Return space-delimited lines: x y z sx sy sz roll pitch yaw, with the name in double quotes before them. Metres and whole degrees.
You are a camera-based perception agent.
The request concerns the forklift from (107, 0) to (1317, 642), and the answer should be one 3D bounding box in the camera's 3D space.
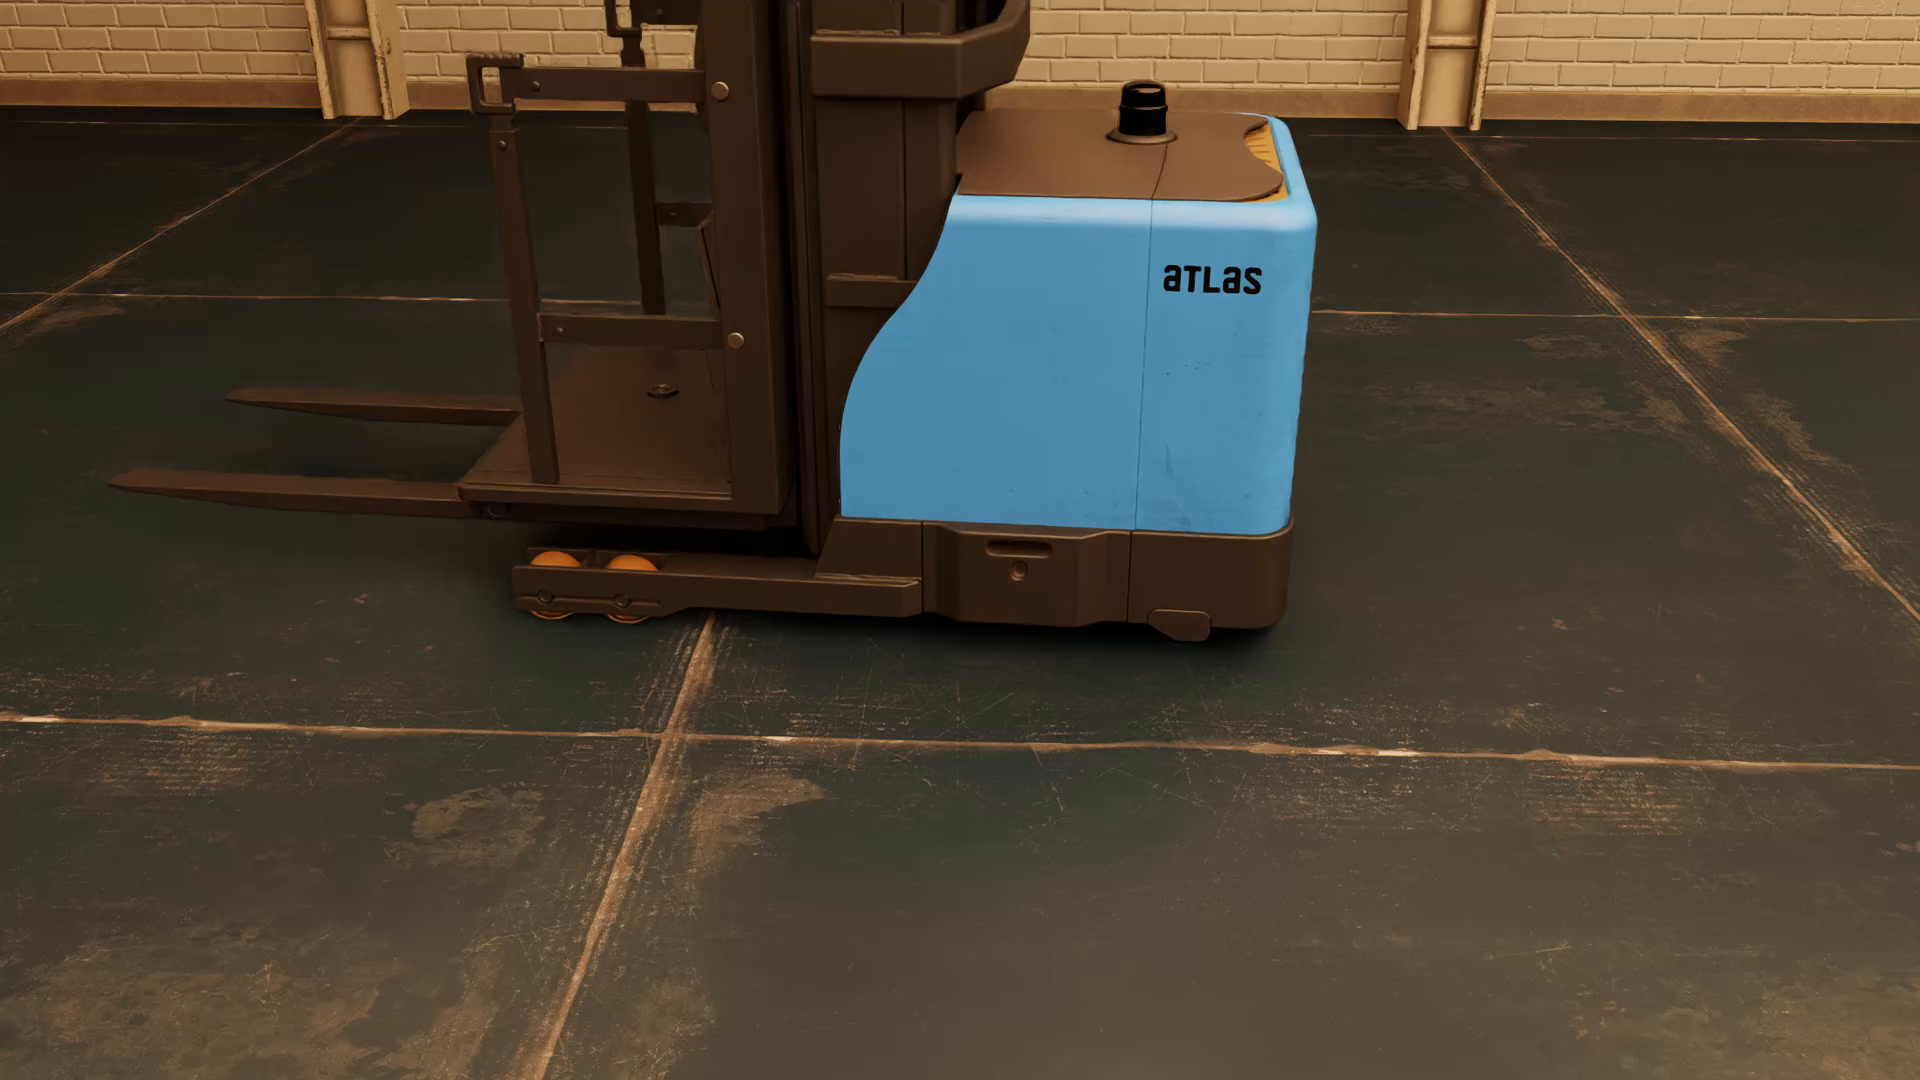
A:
"forklift" -0.677 -1.336 3.918 3.031 2.935 1.130 3 26 5
